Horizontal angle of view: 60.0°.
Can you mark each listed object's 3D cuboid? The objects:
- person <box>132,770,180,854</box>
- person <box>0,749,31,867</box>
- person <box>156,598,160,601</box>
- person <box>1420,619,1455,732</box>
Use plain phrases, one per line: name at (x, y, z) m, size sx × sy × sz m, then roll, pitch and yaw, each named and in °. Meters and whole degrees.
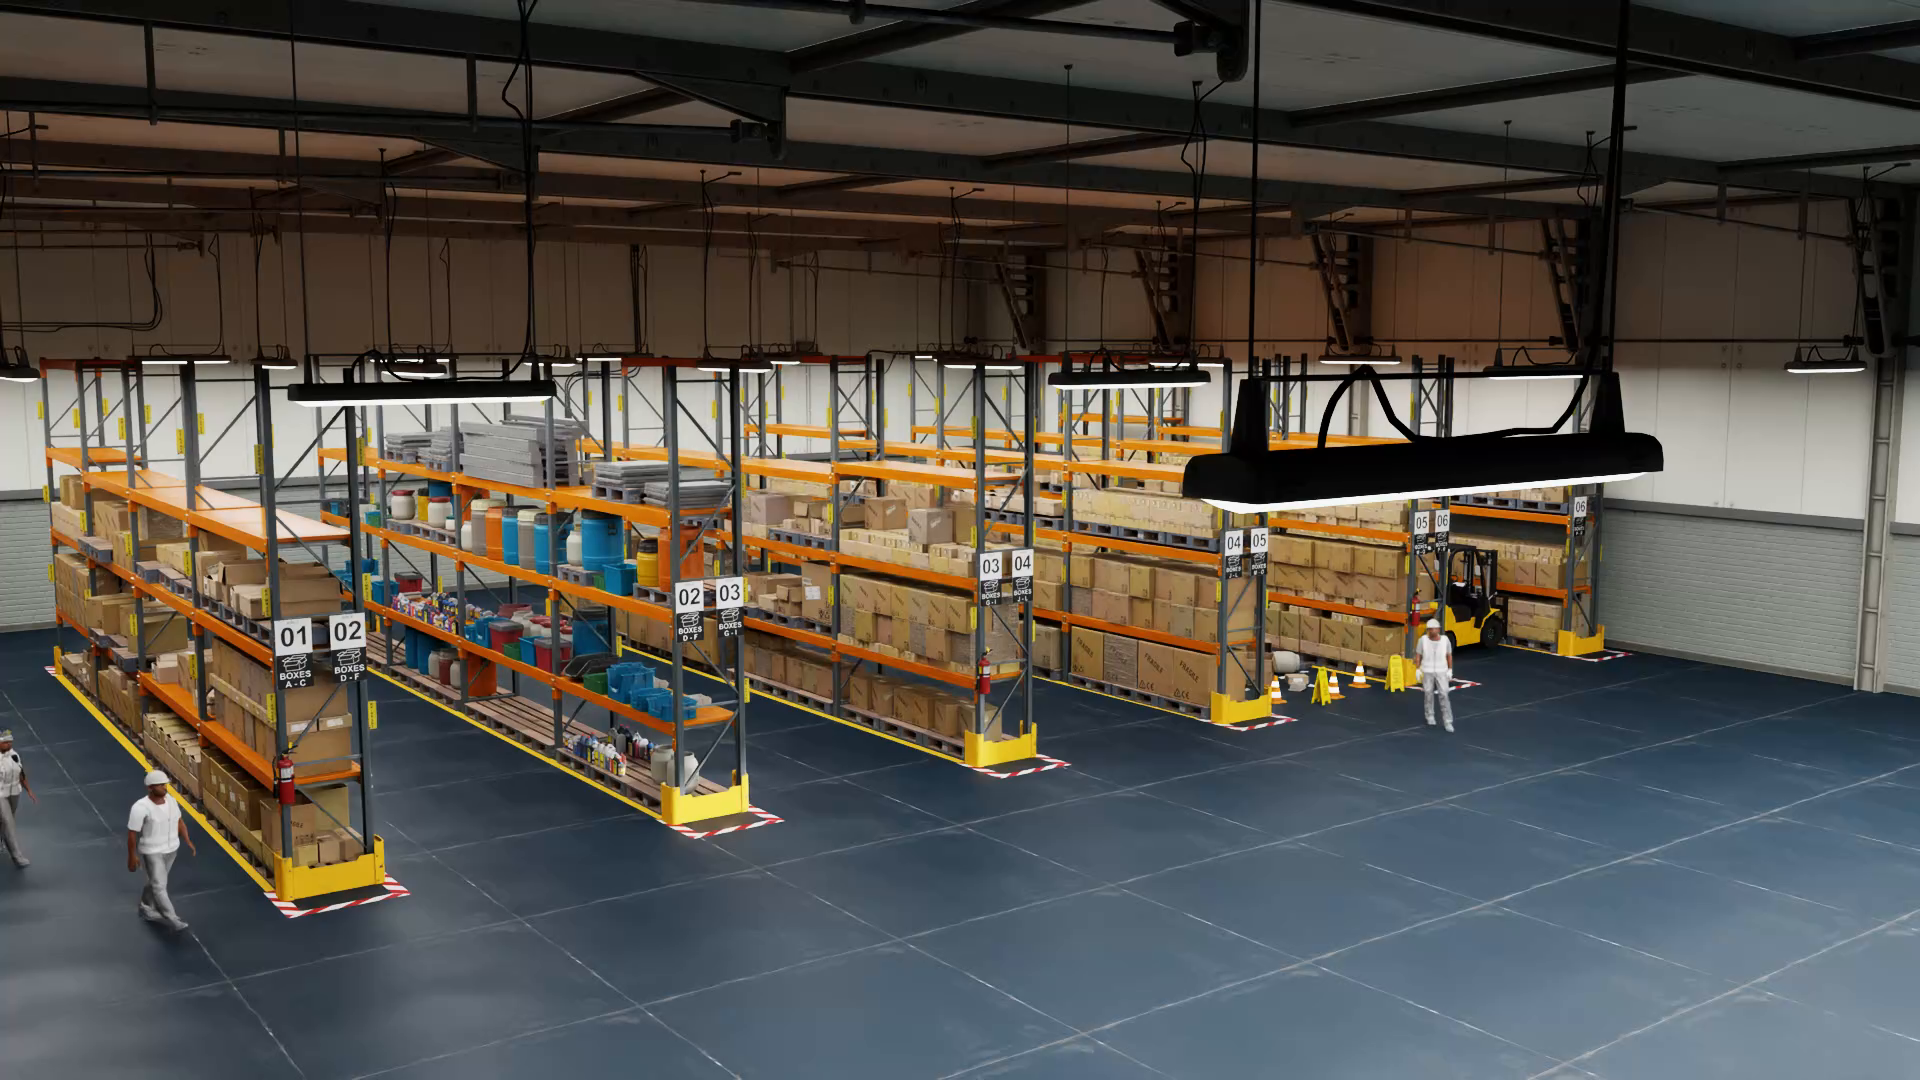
person at (-8.615, 2.901, 17.851) m, size 0.357 × 0.872 × 0.447 m, roll 3°, pitch 8°, yaw 24°
person at (-11.593, 3.211, 20.209) m, size 1.065 × 1.365 × 0.411 m, roll 4°, pitch 8°, yaw 28°
person at (-16.430, 1.135, 33.965) m, size 0.401 × 0.940 × 0.599 m, roll -6°, pitch 9°, yaw -41°
person at (7.808, 2.189, 27.185) m, size 0.585 × 1.787 × 0.675 m, roll 2°, pitch 7°, yaw 14°
